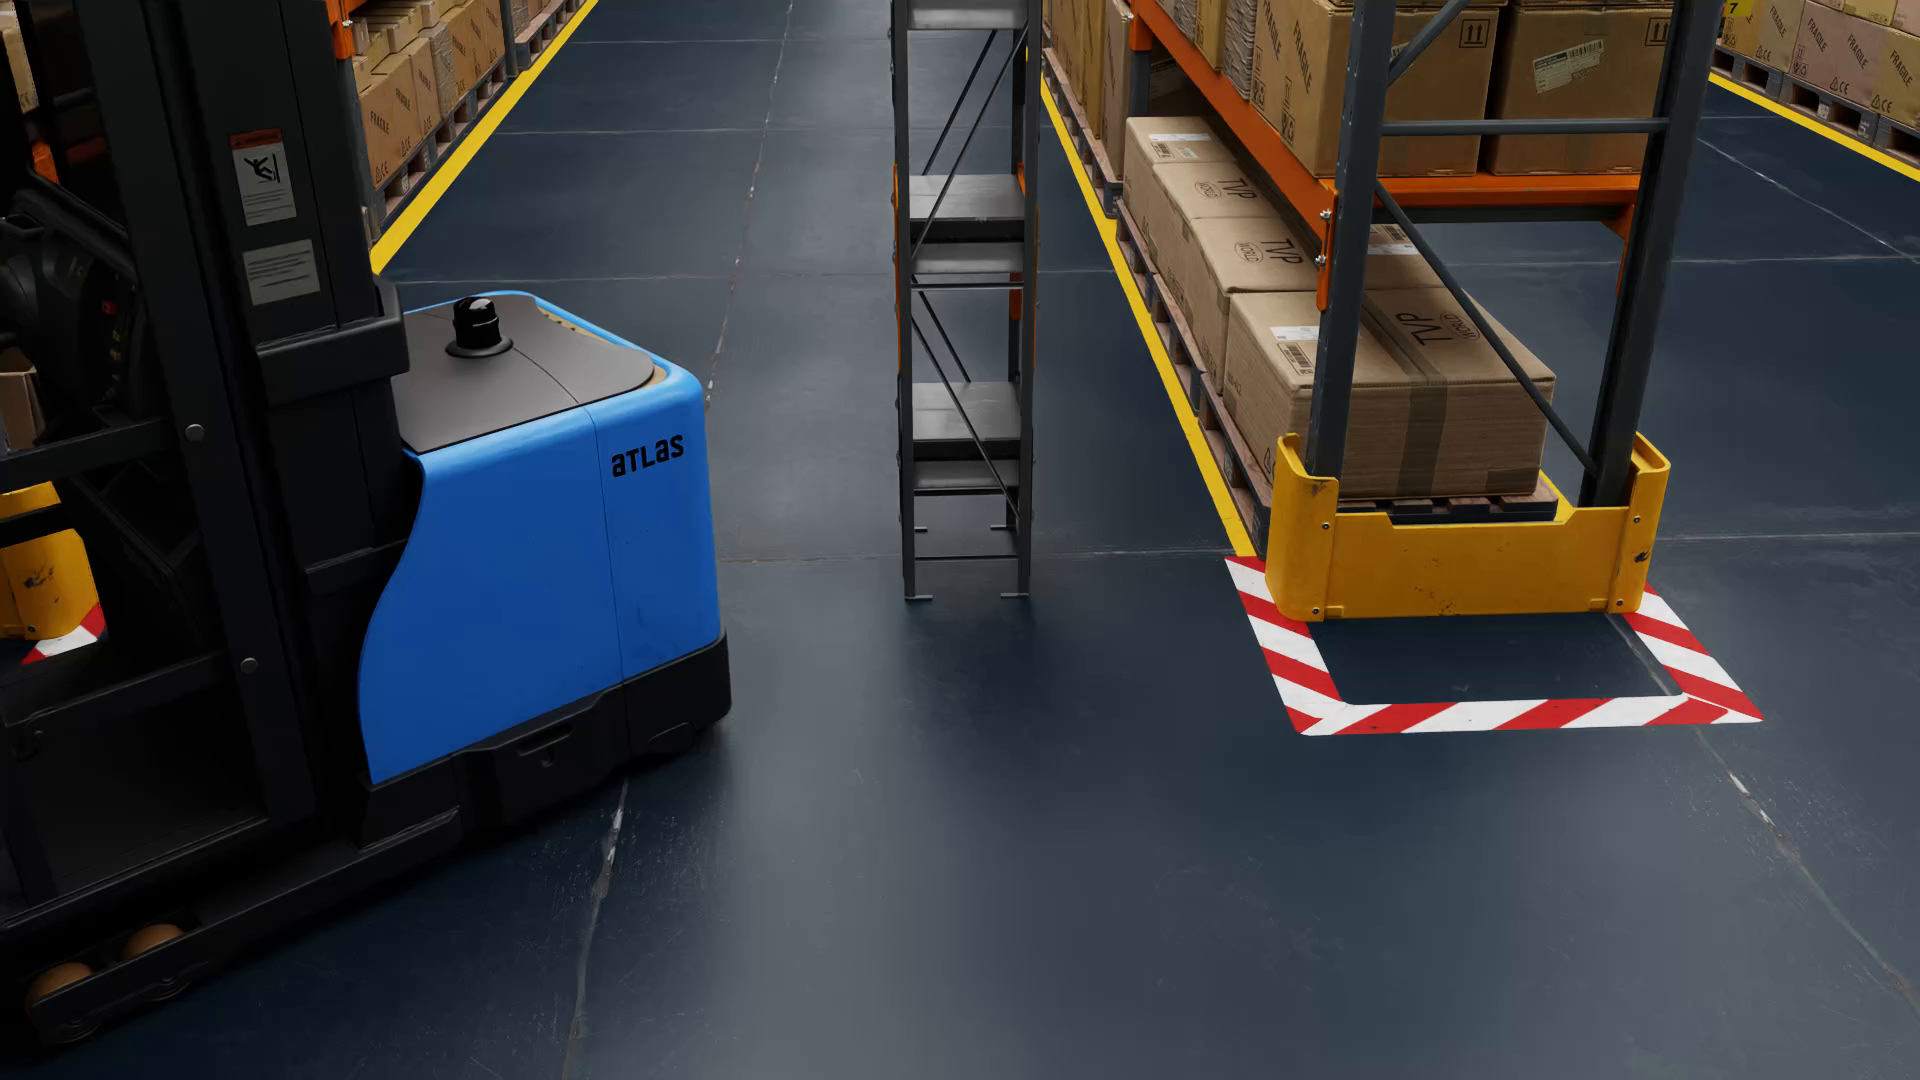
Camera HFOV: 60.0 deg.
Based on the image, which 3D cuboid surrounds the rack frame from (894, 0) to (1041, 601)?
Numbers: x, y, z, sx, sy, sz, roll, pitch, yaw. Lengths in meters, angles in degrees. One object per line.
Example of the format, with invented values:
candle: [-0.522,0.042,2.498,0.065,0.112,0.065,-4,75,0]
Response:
rack frame: [0.021,-0.742,4.902,0.400,2.100,0.015,-1,28,-3]

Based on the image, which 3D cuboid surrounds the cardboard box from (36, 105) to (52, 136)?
cardboard box: [-3.163,-1.454,5.567,0.380,0.149,0.250,-1,28,-1]

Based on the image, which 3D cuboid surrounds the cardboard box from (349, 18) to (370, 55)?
cardboard box: [-3.383,-2.688,8.886,0.380,0.149,0.250,-3,28,-5]

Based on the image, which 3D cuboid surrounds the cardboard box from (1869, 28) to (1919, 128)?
cardboard box: [6.009,-2.838,10.196,0.500,0.500,0.500,-2,28,-4]

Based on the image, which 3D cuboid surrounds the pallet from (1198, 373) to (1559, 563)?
pallet: [1.477,-0.305,6.106,1.003,0.211,1.213,-1,28,-3]

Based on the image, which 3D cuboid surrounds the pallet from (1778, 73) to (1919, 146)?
pallet: [6.217,-2.875,11.034,1.003,0.211,1.213,-1,28,-3]

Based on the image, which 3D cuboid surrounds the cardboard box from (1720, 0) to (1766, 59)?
cardboard box: [5.899,-3.780,12.002,0.500,0.500,0.500,-3,28,-5]

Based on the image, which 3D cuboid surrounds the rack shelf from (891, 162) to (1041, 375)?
rack shelf: [0.009,-0.842,5.124,0.431,0.518,0.480,-1,28,-3]

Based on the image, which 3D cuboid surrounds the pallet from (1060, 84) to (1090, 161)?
pallet: [1.205,-2.704,10.706,1.003,0.211,1.213,-1,28,-3]

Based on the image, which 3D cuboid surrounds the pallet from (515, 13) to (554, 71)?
pallet: [-3.782,-3.892,12.983,1.003,0.211,1.213,-1,28,-3]

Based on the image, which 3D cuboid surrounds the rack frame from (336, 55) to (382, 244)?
rack frame: [-3.569,-2.900,8.066,1.000,3.000,0.127,-1,28,-3]

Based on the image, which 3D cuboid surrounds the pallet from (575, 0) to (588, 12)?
pallet: [-3.909,-5.018,15.144,1.003,0.211,1.213,-1,28,-3]

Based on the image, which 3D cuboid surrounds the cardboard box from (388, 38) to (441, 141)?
cardboard box: [-3.429,-2.683,9.899,0.500,0.500,0.500,-2,28,-4]

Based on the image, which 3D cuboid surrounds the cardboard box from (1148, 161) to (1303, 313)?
cardboard box: [1.361,-1.365,7.441,0.875,0.438,0.875,-2,28,-4]

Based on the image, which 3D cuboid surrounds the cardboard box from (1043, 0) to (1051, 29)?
cardboard box: [1.159,-4.151,12.852,0.950,0.372,0.625,-3,28,-6]

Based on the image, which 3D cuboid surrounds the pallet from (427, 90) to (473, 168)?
pallet: [-3.716,-2.603,10.512,1.003,0.211,1.213,-1,28,-3]

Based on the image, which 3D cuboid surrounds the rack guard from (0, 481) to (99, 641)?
rack guard: [-3.364,0.021,5.169,1.175,0.500,0.348,-1,28,-3]

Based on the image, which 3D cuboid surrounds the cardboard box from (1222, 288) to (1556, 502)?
cardboard box: [1.462,-0.526,5.832,0.875,0.438,0.875,-2,28,-4]

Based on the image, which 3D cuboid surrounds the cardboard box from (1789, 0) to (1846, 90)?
cardboard box: [5.960,-3.311,11.103,0.500,0.500,0.500,-2,28,-4]

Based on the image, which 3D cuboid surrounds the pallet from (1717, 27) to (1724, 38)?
pallet: [6.151,-4.164,13.506,1.003,0.211,1.213,-1,28,-3]

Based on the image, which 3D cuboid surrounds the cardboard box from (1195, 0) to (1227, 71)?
cardboard box: [1.219,-2.142,6.506,0.500,0.500,0.500,-1,28,-1]

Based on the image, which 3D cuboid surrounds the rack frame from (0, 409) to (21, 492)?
rack frame: [-3.360,-1.052,4.524,1.000,3.000,0.127,-1,28,-3]

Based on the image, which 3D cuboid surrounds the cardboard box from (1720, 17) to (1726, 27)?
cardboard box: [6.175,-4.507,13.126,1.050,0.750,0.750,-2,28,-3]

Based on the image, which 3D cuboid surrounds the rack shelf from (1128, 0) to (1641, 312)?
rack shelf: [1.492,-1.779,6.694,1.077,0.370,4.000,-1,28,-3]

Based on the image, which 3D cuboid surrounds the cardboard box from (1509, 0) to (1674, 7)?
cardboard box: [1.856,-1.890,4.941,0.500,0.500,0.500,-2,28,-4]

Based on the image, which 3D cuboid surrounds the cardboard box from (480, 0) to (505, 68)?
cardboard box: [-3.541,-3.635,11.724,0.500,0.500,0.500,-1,28,-1]

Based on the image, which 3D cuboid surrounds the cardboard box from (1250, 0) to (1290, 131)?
cardboard box: [1.296,-1.667,5.594,0.500,0.500,0.500,-2,28,-4]

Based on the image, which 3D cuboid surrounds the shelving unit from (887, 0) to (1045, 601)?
shelving unit: [0.009,-0.855,5.118,0.431,2.100,0.503,-1,28,-3]

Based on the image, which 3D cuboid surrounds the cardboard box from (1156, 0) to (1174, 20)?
cardboard box: [1.173,-2.610,7.402,0.500,0.500,0.500,-1,28,-2]

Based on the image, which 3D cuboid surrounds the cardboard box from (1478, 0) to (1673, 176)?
cardboard box: [1.858,-1.447,5.172,0.500,0.500,0.500,-2,28,-3]

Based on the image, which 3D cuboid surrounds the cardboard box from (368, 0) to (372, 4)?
cardboard box: [-3.982,-3.628,11.009,0.380,0.149,0.250,-1,28,-2]

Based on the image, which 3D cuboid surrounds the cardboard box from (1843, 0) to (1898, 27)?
cardboard box: [5.979,-3.417,10.496,0.500,0.250,0.500,-3,28,-5]

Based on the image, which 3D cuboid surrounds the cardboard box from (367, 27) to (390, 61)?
cardboard box: [-3.466,-2.808,9.437,0.380,0.149,0.250,-2,28,-4]

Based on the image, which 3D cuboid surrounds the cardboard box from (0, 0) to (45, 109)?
cardboard box: [-3.141,-1.567,5.350,0.500,0.250,0.500,-1,28,-2]

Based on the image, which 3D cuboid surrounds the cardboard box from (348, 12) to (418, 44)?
cardboard box: [-3.453,-3.039,9.880,0.380,0.149,0.250,0,28,-1]

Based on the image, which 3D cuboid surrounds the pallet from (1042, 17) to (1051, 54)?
pallet: [1.140,-3.993,13.177,1.003,0.211,1.213,-1,28,-3]

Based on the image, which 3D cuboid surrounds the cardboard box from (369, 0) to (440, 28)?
cardboard box: [-3.458,-3.277,10.337,0.380,0.149,0.250,-3,28,-5]

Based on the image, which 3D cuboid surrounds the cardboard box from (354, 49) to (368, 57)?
cardboard box: [-3.414,-2.563,8.968,0.380,0.149,0.250,-2,28,-4]

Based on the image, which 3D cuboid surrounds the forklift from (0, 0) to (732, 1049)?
forklift: [-2.076,-0.474,3.489,3.031,2.935,1.130,-23,35,-36]

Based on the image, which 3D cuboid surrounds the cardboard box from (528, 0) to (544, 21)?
cardboard box: [-3.839,-4.470,13.191,0.875,0.625,0.625,-1,28,-1]

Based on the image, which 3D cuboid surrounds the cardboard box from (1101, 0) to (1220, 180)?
cardboard box: [1.275,-2.550,9.238,0.875,0.875,0.875,-1,28,-1]

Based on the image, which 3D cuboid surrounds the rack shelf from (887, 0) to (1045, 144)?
rack shelf: [0.009,-1.463,4.800,0.431,0.518,0.480,-1,28,-3]

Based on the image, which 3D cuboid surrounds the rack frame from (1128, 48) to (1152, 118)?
rack frame: [1.388,-3.021,8.299,1.000,3.000,0.127,-1,28,-3]

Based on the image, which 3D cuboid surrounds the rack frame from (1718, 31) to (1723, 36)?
rack frame: [6.117,-5.035,12.159,1.000,3.000,0.127,-1,28,-3]

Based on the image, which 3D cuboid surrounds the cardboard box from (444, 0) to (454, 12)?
cardboard box: [-3.516,-3.519,10.802,0.380,0.149,0.250,-1,28,-1]

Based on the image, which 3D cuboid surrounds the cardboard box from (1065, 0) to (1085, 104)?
cardboard box: [1.174,-3.380,10.829,0.875,0.875,0.875,-1,28,-2]

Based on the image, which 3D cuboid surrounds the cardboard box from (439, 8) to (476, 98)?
cardboard box: [-3.495,-3.162,10.817,0.500,0.500,0.500,0,28,0]

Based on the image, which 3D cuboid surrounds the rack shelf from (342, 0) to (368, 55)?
rack shelf: [-3.673,-3.504,10.003,1.077,0.370,4.000,-1,28,-3]

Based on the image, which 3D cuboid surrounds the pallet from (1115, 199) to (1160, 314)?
pallet: [1.349,-1.432,8.267,1.003,0.211,1.213,-1,28,-3]

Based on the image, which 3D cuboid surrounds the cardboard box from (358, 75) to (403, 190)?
cardboard box: [-3.370,-2.206,8.985,0.500,0.500,0.500,0,28,0]
